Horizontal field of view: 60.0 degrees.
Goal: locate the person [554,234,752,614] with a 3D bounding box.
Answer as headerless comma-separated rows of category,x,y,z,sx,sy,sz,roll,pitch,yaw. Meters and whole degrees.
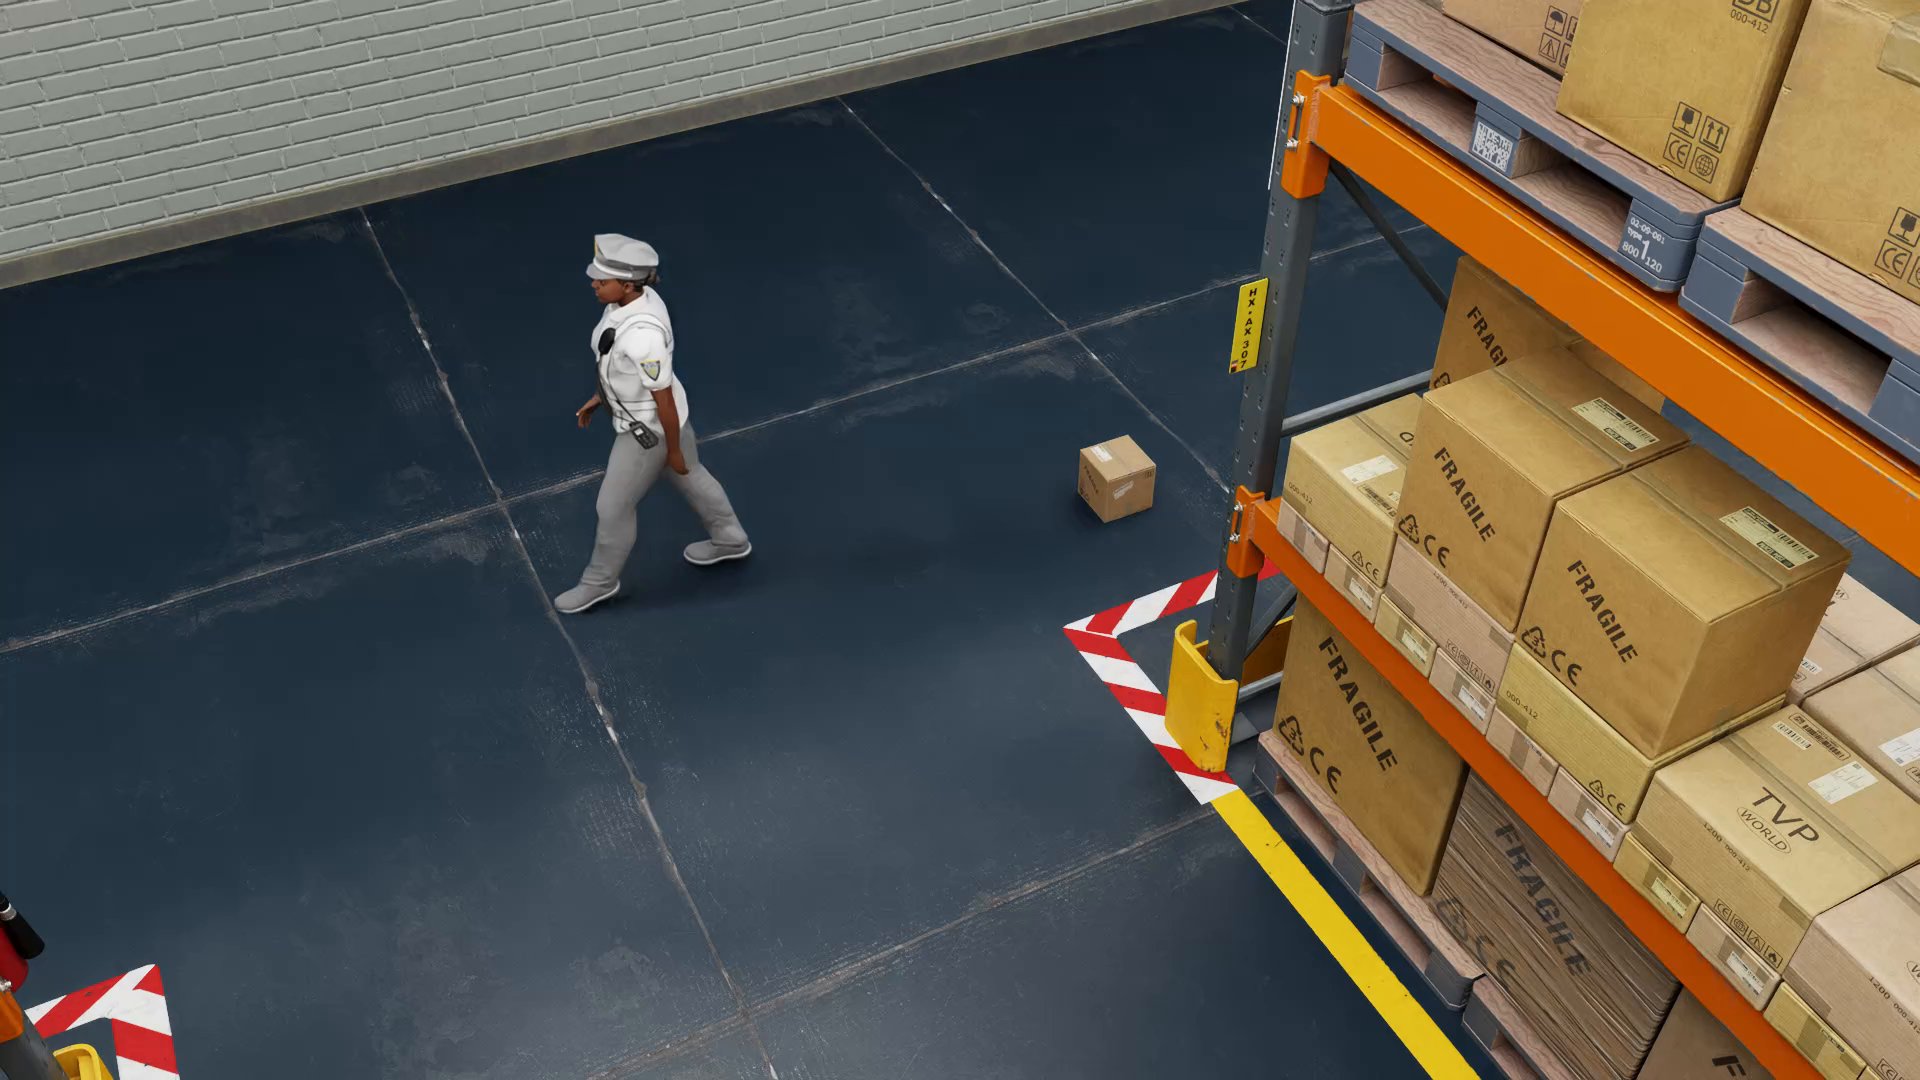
person,-1.327,-0.473,6.670,0.858,1.683,0.460,-7,42,-8
